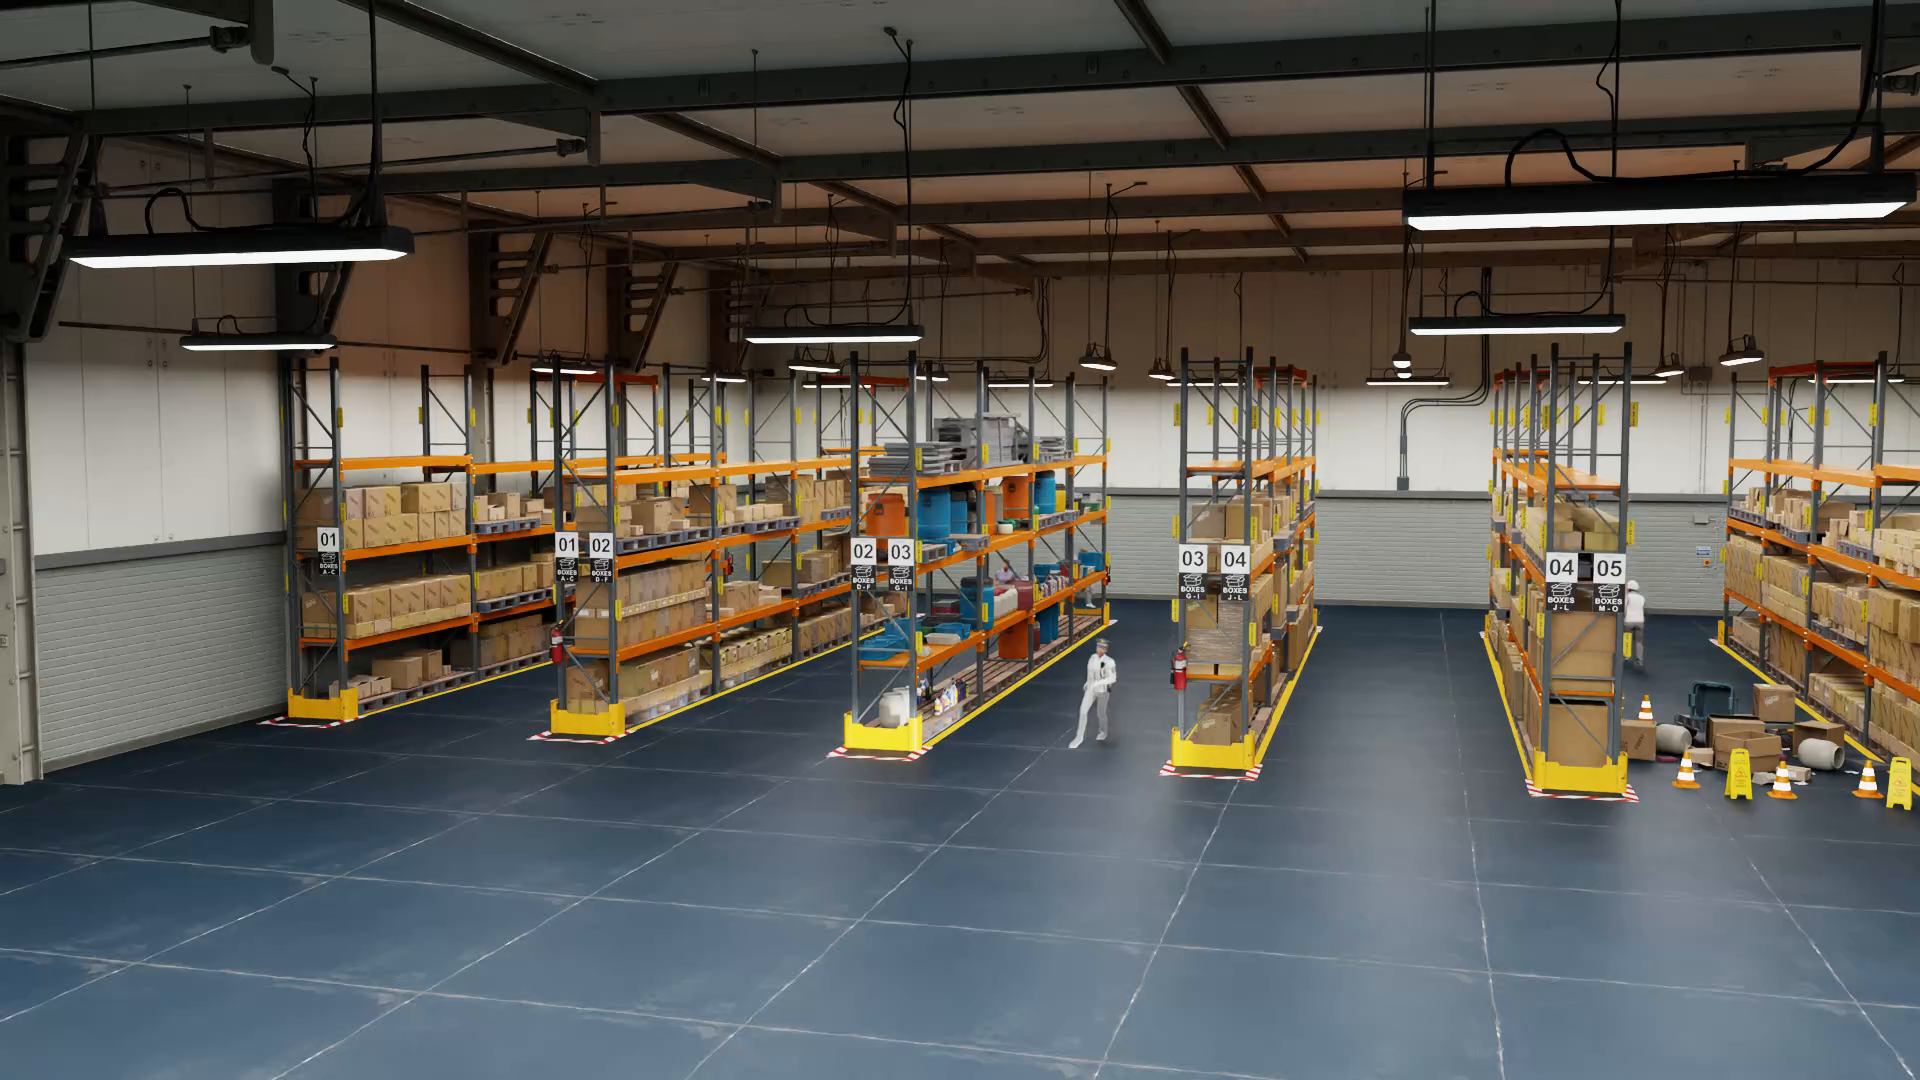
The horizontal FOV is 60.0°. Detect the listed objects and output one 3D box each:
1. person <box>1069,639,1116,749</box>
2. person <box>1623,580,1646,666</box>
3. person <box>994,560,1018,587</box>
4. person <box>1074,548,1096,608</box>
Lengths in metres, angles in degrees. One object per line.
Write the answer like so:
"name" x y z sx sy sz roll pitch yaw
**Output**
"person" 2.104 2.303 25.246 0.653 1.668 0.829 2 5 29
"person" 13.540 1.684 33.458 0.577 1.719 0.940 0 4 4
"person" 1.124 1.266 40.227 0.609 1.585 0.630 1 4 9
"person" 3.260 0.994 43.984 0.770 1.588 0.551 3 5 33
